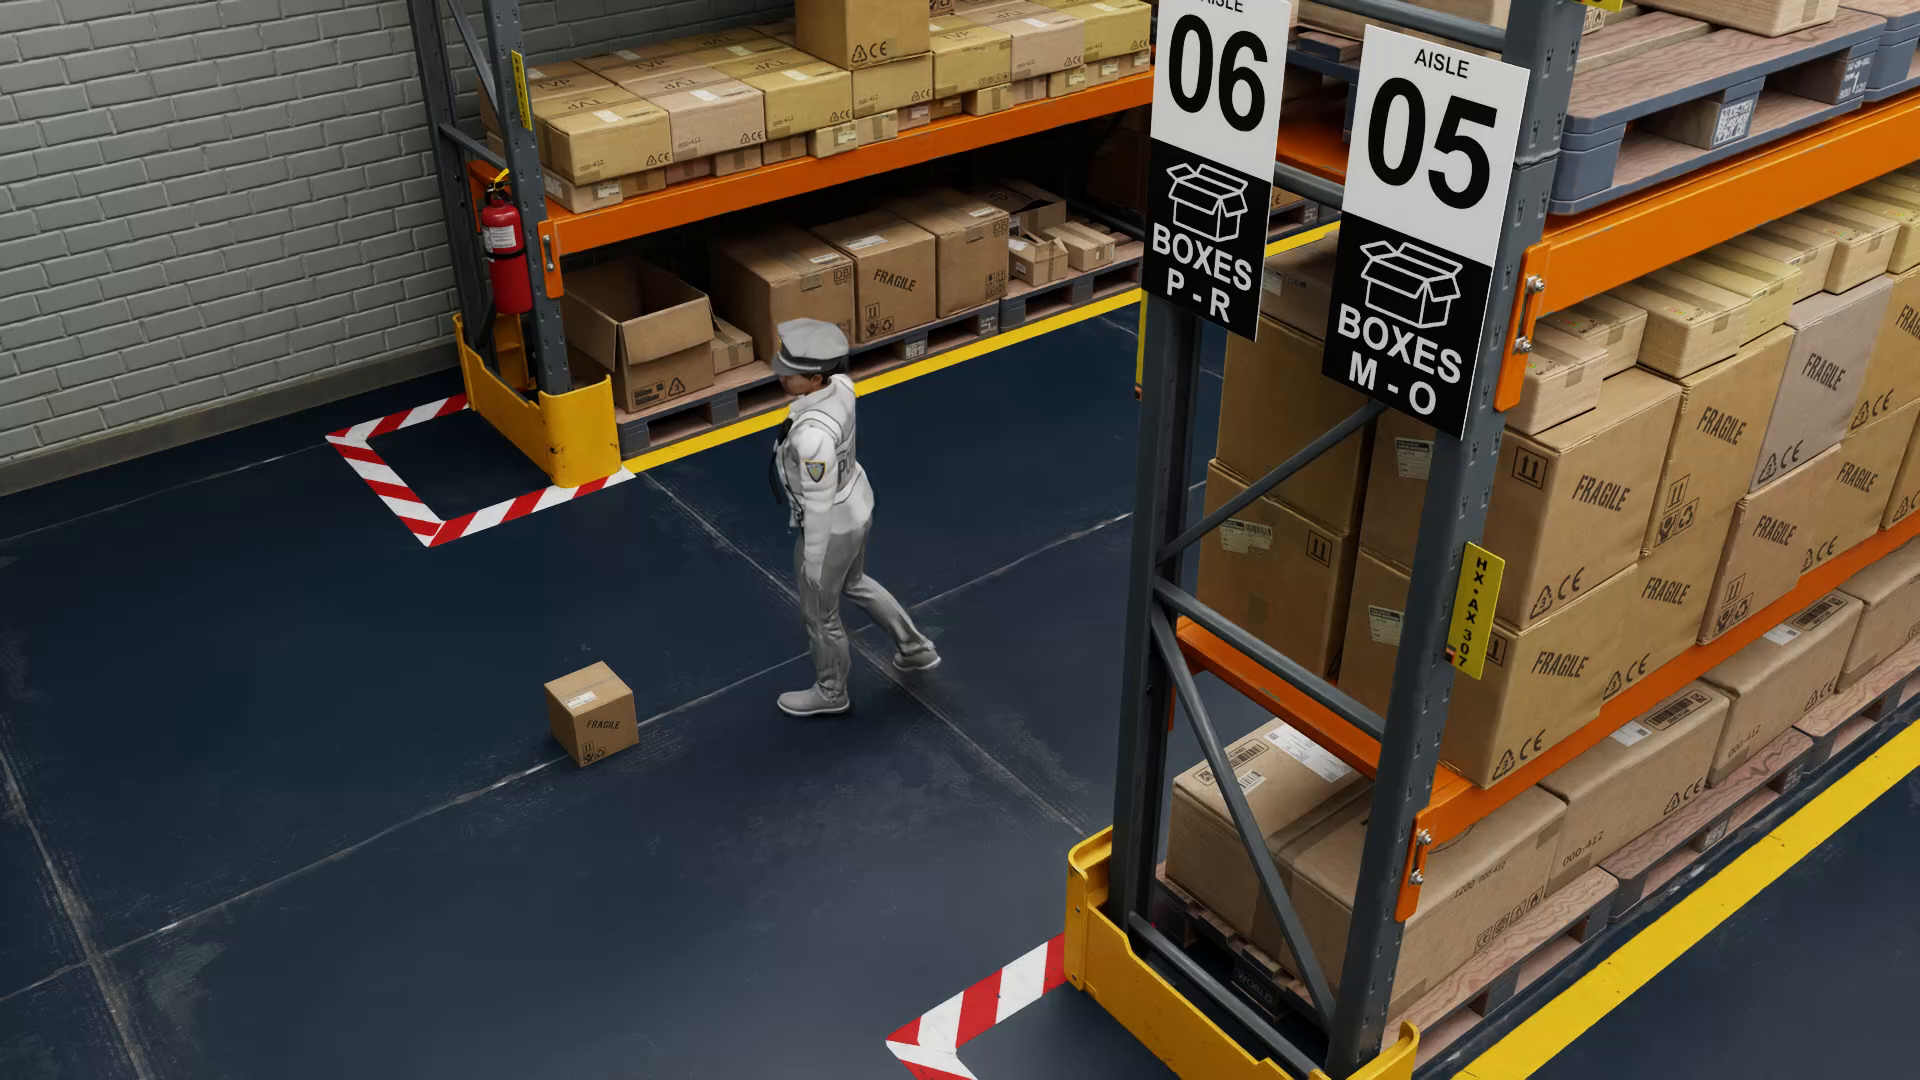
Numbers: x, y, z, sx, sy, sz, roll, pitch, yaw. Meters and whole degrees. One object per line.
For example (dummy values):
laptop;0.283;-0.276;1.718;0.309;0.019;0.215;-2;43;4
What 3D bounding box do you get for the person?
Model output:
person;-0.400;-0.044;6.179;0.635;1.662;0.502;6;33;10
